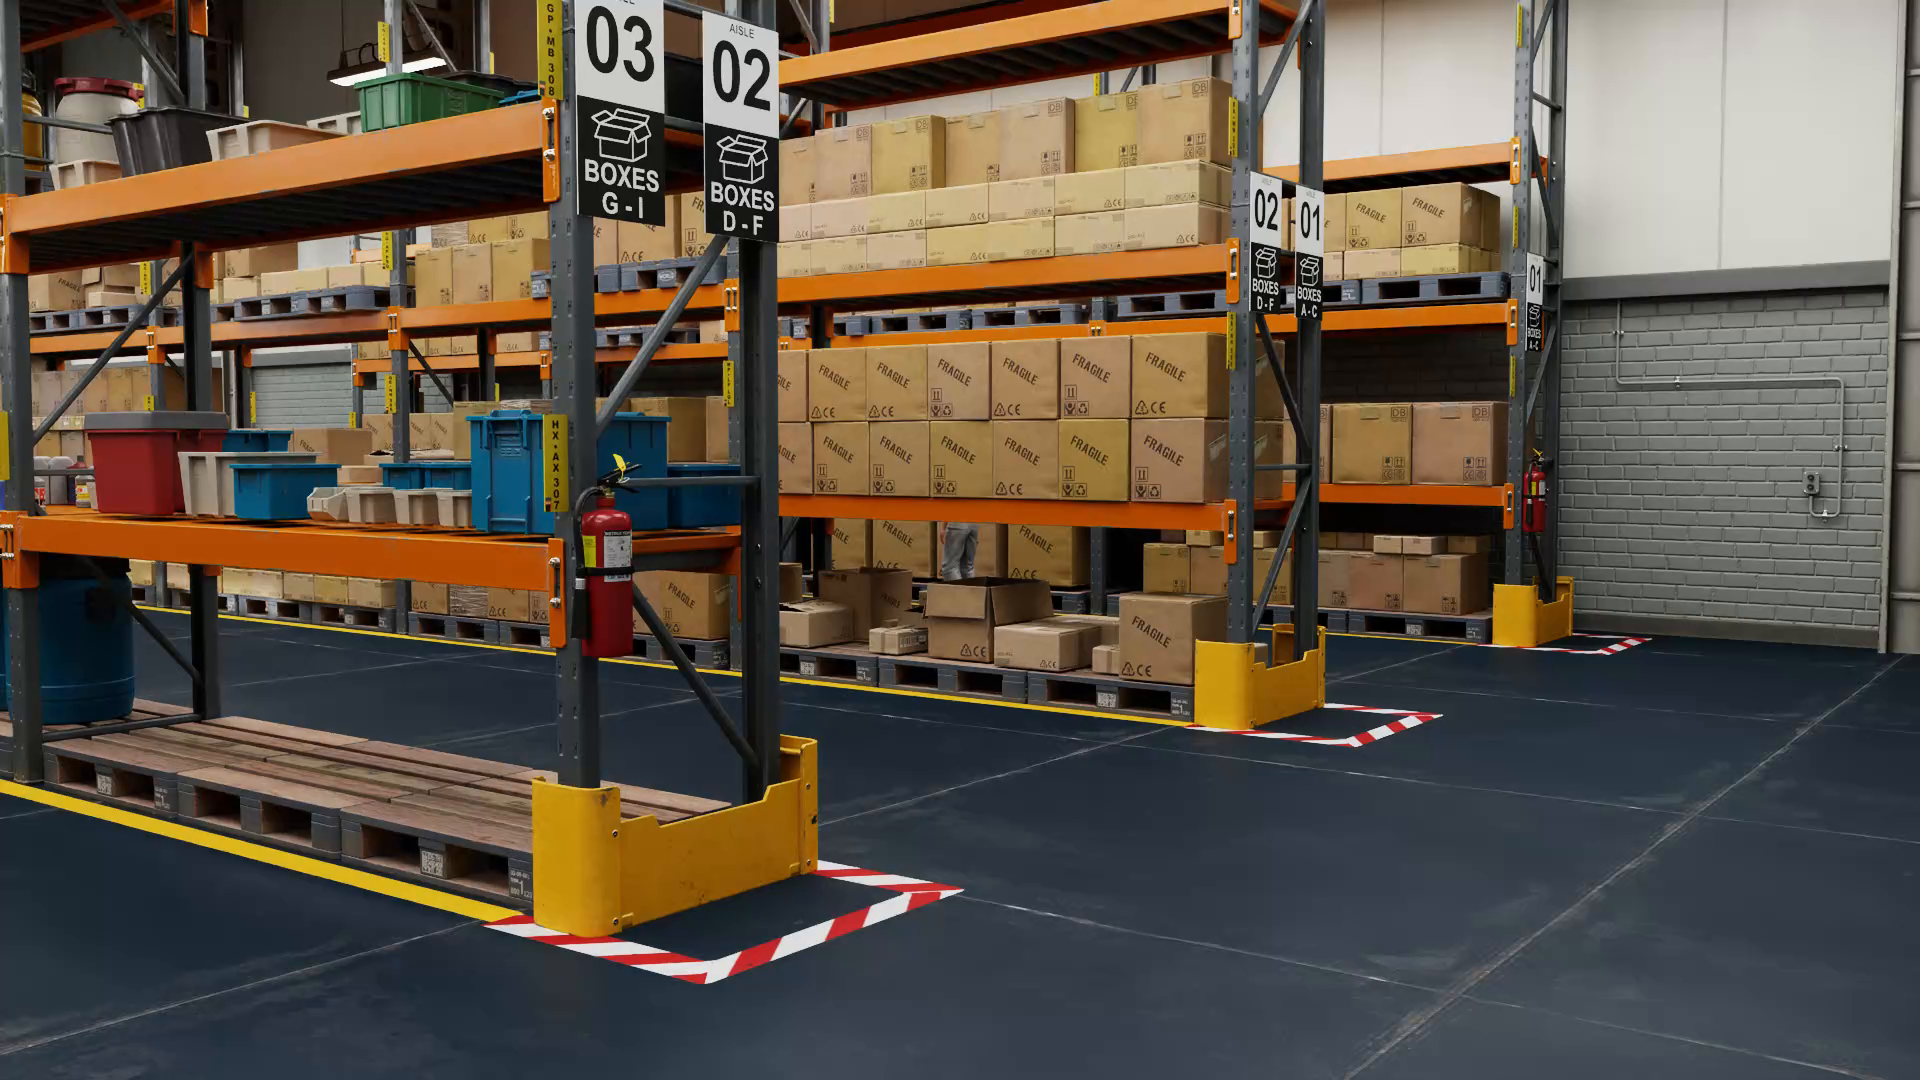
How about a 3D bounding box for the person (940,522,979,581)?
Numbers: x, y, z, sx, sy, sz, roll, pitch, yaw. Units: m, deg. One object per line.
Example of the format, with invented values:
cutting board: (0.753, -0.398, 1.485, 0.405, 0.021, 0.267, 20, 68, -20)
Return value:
person: (-0.012, -0.090, 15.696, 0.360, 1.673, 0.485, 2, 4, 36)
